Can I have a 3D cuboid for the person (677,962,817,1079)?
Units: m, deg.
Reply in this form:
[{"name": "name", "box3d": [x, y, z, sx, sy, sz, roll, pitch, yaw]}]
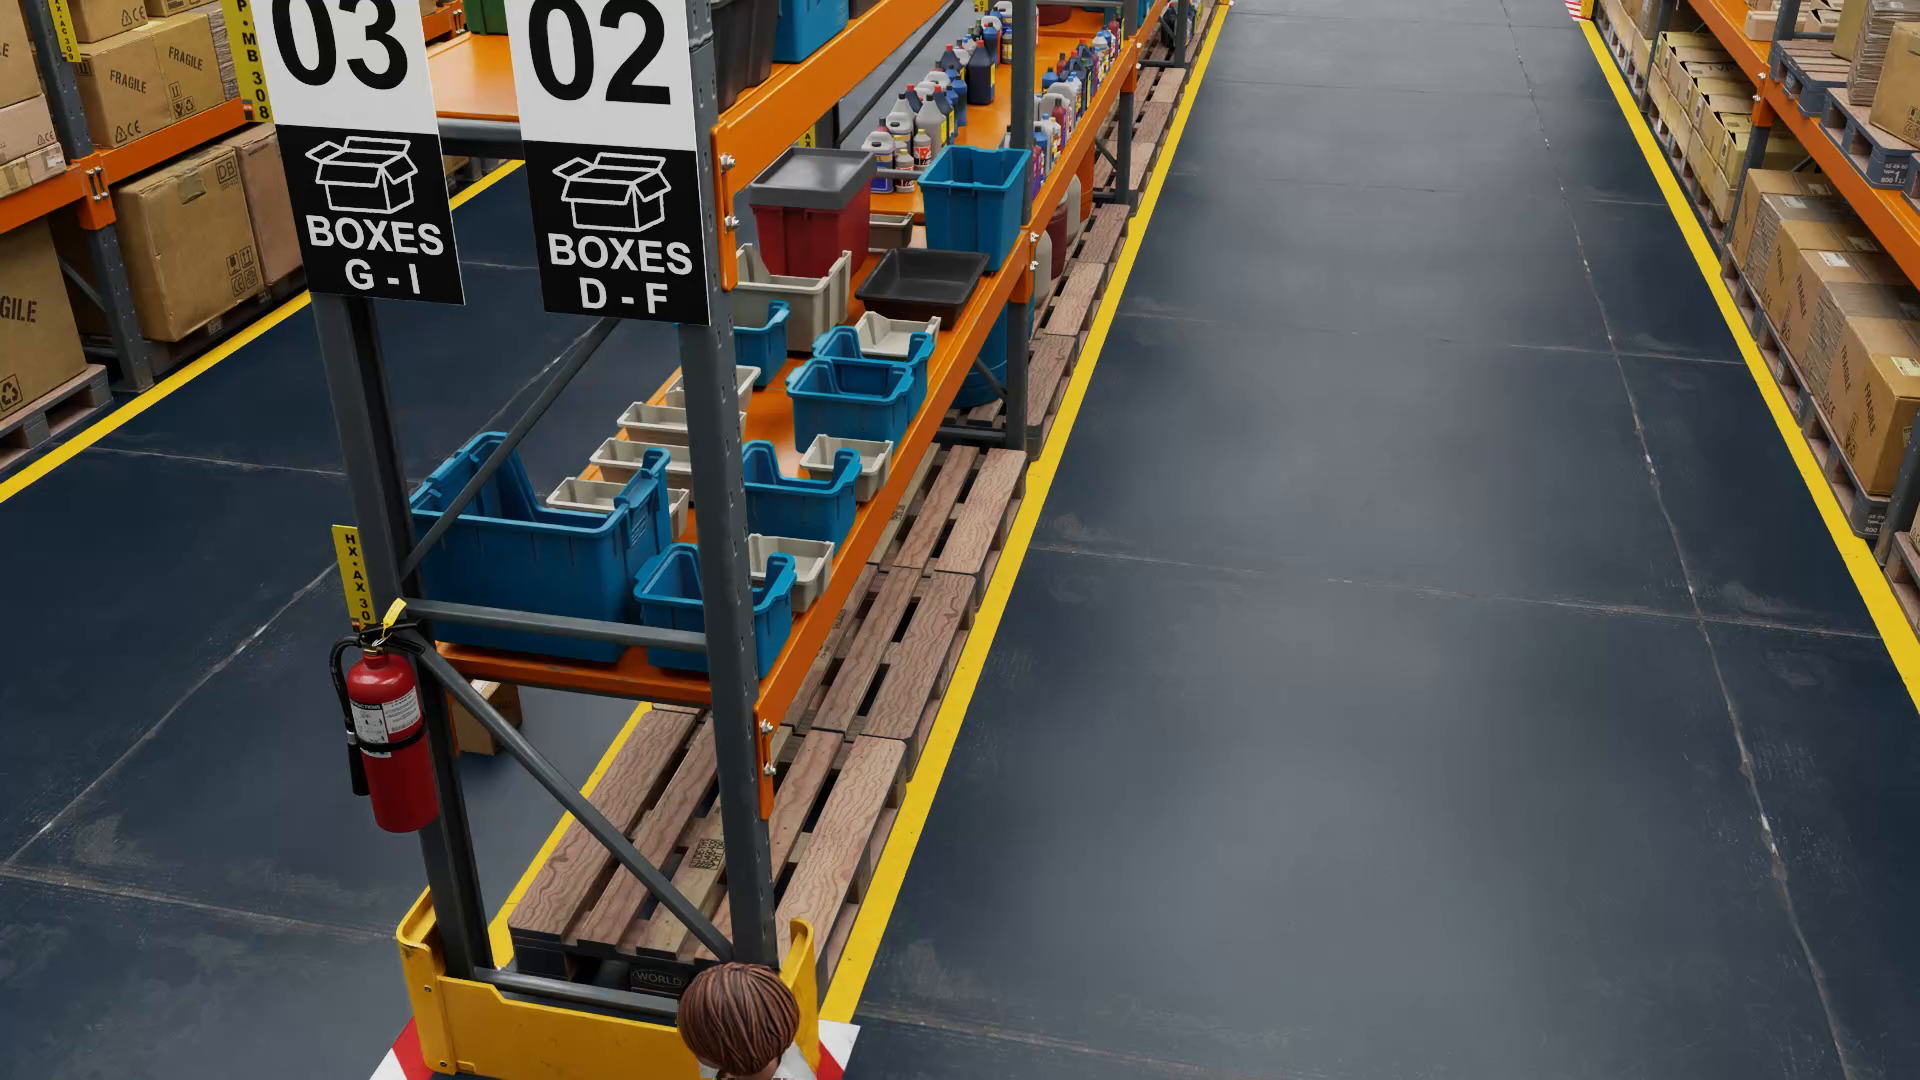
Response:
[{"name": "person", "box3d": [-0.277, 1.478, 3.502, 0.760, 1.545, 0.494, -12, 31, -20]}]
